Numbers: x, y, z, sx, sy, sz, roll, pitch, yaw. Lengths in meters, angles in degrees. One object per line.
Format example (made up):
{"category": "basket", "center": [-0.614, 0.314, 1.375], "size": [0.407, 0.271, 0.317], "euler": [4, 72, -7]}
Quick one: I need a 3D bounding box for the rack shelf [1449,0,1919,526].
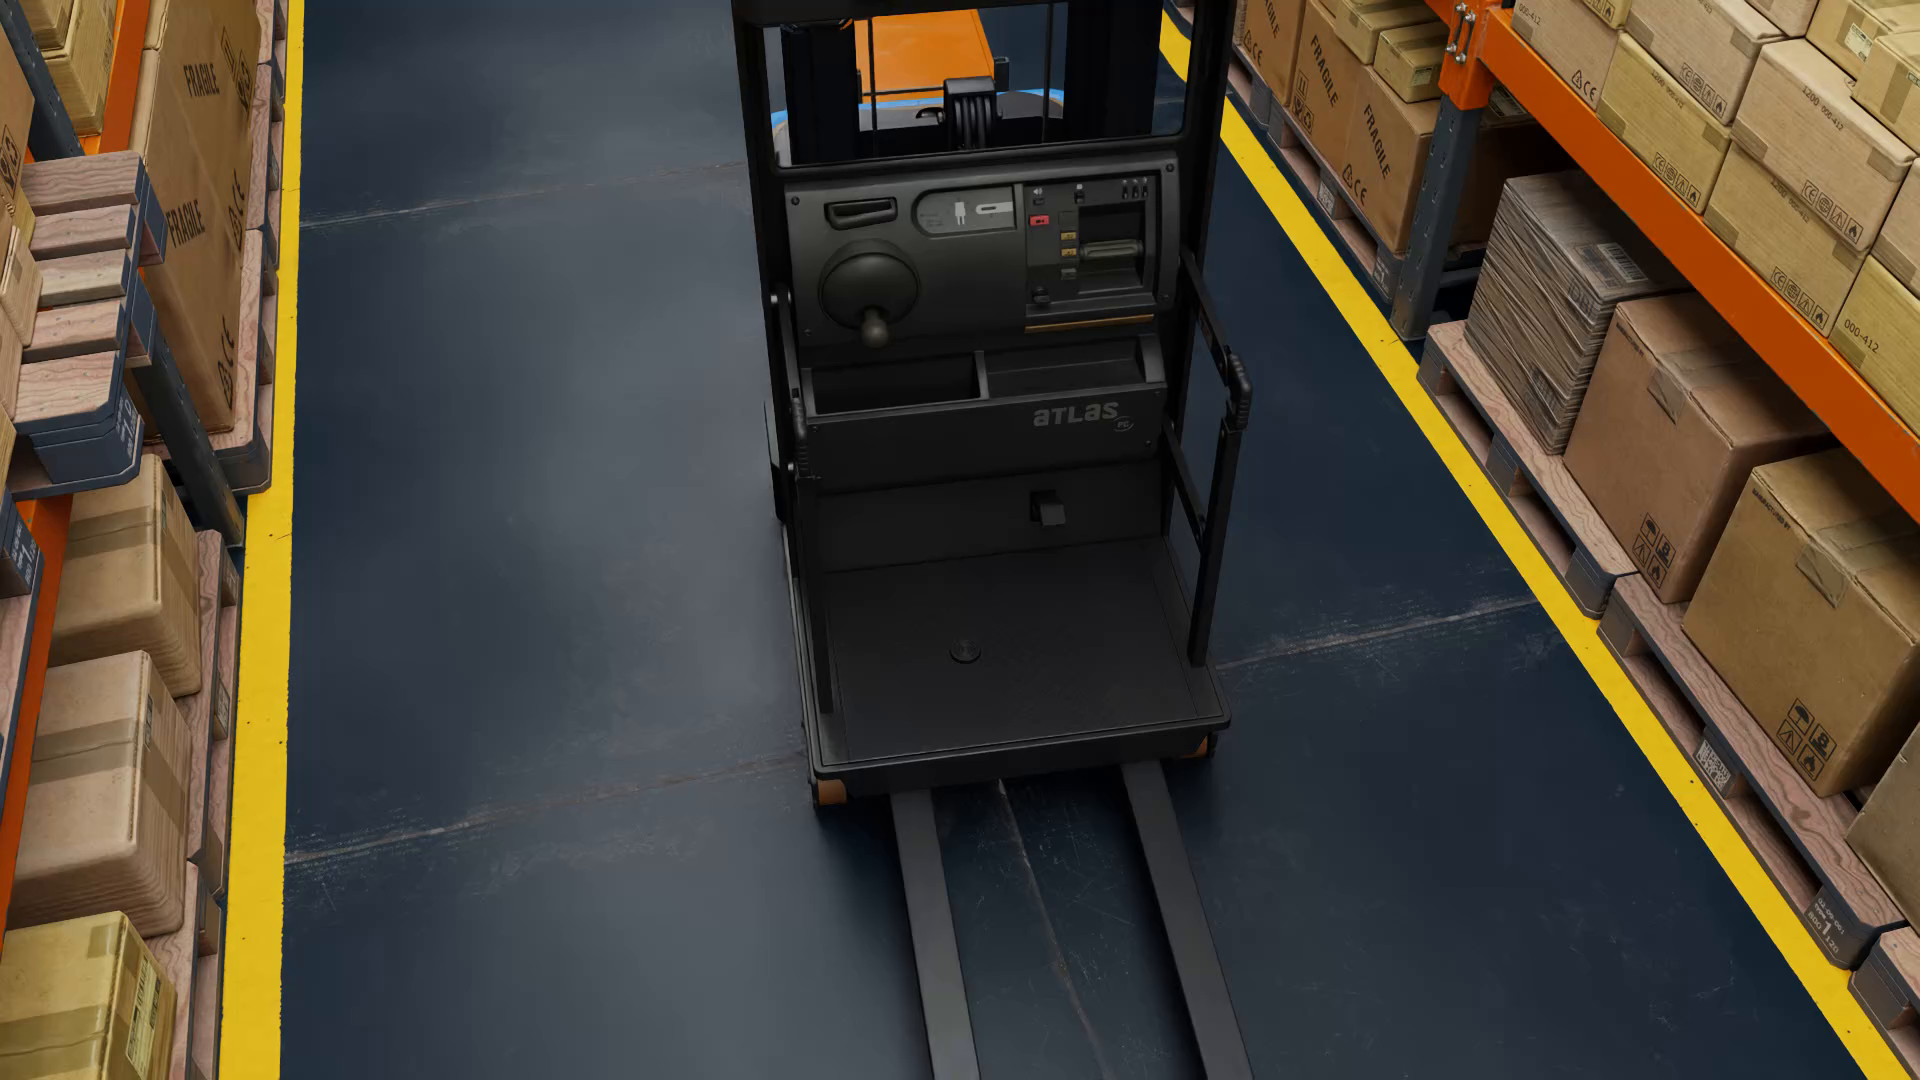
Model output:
{"category": "rack shelf", "center": [2.561, -0.251, 3.899], "size": [1.077, 0.370, 4.000], "euler": [-11, 47, -10]}

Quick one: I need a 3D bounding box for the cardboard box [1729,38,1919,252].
{"category": "cardboard box", "center": [2.170, -0.945, 3.830], "size": [0.500, 0.250, 0.500], "euler": [-12, 47, -11]}

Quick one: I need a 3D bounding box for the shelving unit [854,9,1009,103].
{"category": "shelving unit", "center": [-0.176, -1.423, 5.857], "size": [0.538, 1.125, 1.048], "euler": [-6, 46, -6]}

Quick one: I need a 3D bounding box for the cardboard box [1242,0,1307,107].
{"category": "cardboard box", "center": [1.479, -2.117, 6.680], "size": [0.500, 0.500, 0.500], "euler": [-9, 46, -9]}

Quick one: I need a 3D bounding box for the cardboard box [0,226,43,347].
{"category": "cardboard box", "center": [-2.190, -0.512, 3.533], "size": [0.380, 0.149, 0.250], "euler": [-11, 47, -11]}

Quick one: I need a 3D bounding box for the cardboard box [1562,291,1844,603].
{"category": "cardboard box", "center": [2.371, -0.317, 4.829], "size": [0.875, 0.625, 0.625], "euler": [-9, 46, -9]}

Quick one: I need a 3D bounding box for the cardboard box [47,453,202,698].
{"category": "cardboard box", "center": [-2.613, 0.191, 4.508], "size": [0.950, 0.372, 0.625], "euler": [-14, 47, -13]}

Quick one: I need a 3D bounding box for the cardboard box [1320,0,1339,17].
{"category": "cardboard box", "center": [1.554, -2.050, 6.161], "size": [0.380, 0.149, 0.250], "euler": [-12, 47, -12]}

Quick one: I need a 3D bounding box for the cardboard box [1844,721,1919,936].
{"category": "cardboard box", "center": [2.738, 0.667, 3.865], "size": [0.875, 0.625, 0.625], "euler": [-11, 47, -11]}

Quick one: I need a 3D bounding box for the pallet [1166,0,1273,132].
{"category": "pallet", "center": [1.586, -2.271, 7.328], "size": [1.003, 0.211, 1.213], "euler": [-11, 47, -10]}

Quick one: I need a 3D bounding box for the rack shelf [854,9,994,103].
{"category": "rack shelf", "center": [-0.176, -1.628, 5.648], "size": [0.538, 0.278, 1.000], "euler": [-6, 46, -6]}

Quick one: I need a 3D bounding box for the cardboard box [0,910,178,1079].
{"category": "cardboard box", "center": [-2.228, 1.224, 3.496], "size": [0.950, 0.372, 0.625], "euler": [-9, 46, -9]}

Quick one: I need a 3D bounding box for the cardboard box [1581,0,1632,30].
{"category": "cardboard box", "center": [1.903, -1.651, 4.522], "size": [0.500, 0.250, 0.500], "euler": [-11, 47, -10]}

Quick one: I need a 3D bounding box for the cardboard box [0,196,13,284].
{"category": "cardboard box", "center": [-2.220, -0.642, 3.206], "size": [0.500, 0.500, 0.500], "euler": [-11, 47, -11]}

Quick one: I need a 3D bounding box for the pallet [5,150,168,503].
{"category": "pallet", "center": [-2.462, -0.434, 3.709], "size": [1.213, 0.211, 1.003], "euler": [-11, 47, -10]}

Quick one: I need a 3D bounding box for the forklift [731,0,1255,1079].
{"category": "forklift", "center": [0.097, -0.586, 3.772], "size": [1.130, 2.935, 3.031], "euler": [-6, 46, -6]}

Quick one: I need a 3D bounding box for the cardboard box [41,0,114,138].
{"category": "cardboard box", "center": [-2.630, -1.305, 4.534], "size": [0.500, 0.250, 0.500], "euler": [-11, 47, -11]}

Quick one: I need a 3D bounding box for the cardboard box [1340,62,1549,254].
{"category": "cardboard box", "center": [1.733, -1.408, 5.986], "size": [0.500, 0.500, 0.500], "euler": [-9, 46, -9]}

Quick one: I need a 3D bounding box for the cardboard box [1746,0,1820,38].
{"category": "cardboard box", "center": [2.086, -1.337, 3.936], "size": [0.380, 0.149, 0.250], "euler": [-10, 46, -10]}

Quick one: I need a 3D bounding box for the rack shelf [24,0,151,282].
{"category": "rack shelf", "center": [-3.260, -2.103, 5.714], "size": [1.077, 0.370, 4.000], "euler": [-11, 47, -10]}

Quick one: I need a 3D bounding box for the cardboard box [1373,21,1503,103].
{"category": "cardboard box", "center": [1.678, -1.677, 5.796], "size": [0.380, 0.149, 0.250], "euler": [-13, 47, -12]}

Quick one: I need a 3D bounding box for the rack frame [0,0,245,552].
{"category": "rack frame", "center": [-2.748, -0.974, 4.104], "size": [1.000, 3.000, 0.127], "euler": [-11, 47, -10]}

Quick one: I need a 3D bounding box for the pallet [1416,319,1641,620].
{"category": "pallet", "center": [2.222, -0.332, 5.428], "size": [1.003, 0.211, 1.213], "euler": [-11, 47, -10]}

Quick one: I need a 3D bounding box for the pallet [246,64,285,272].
{"category": "pallet", "center": [-3.186, -1.396, 6.471], "size": [1.003, 0.211, 1.213], "euler": [-11, 47, -10]}

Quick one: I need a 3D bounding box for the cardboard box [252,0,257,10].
{"category": "cardboard box", "center": [-3.536, -2.725, 7.014], "size": [0.875, 0.875, 0.875], "euler": [-9, 46, -9]}

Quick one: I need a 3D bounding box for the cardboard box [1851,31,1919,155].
{"category": "cardboard box", "center": [2.187, -0.983, 3.589], "size": [0.380, 0.149, 0.250], "euler": [-10, 46, -9]}

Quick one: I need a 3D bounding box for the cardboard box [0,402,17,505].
{"category": "cardboard box", "center": [-2.049, -0.149, 3.178], "size": [0.380, 0.149, 0.250], "euler": [-10, 46, -10]}

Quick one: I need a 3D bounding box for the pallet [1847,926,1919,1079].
{"category": "pallet", "center": [2.847, 1.352, 3.777], "size": [1.003, 0.211, 1.213], "euler": [-11, 47, -10]}

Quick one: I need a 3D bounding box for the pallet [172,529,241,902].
{"category": "pallet", "center": [-2.549, 0.542, 4.571], "size": [1.003, 0.211, 1.213], "euler": [-11, 47, -10]}

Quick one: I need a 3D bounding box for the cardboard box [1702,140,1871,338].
{"category": "cardboard box", "center": [2.189, -0.778, 4.017], "size": [0.500, 0.250, 0.500], "euler": [-12, 47, -12]}

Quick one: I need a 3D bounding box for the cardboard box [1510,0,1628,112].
{"category": "cardboard box", "center": [1.927, -1.480, 4.705], "size": [0.500, 0.250, 0.500], "euler": [-11, 47, -10]}

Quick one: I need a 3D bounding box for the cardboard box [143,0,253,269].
{"category": "cardboard box", "center": [-3.069, -1.485, 5.799], "size": [0.875, 0.875, 0.875], "euler": [-10, 46, -10]}
